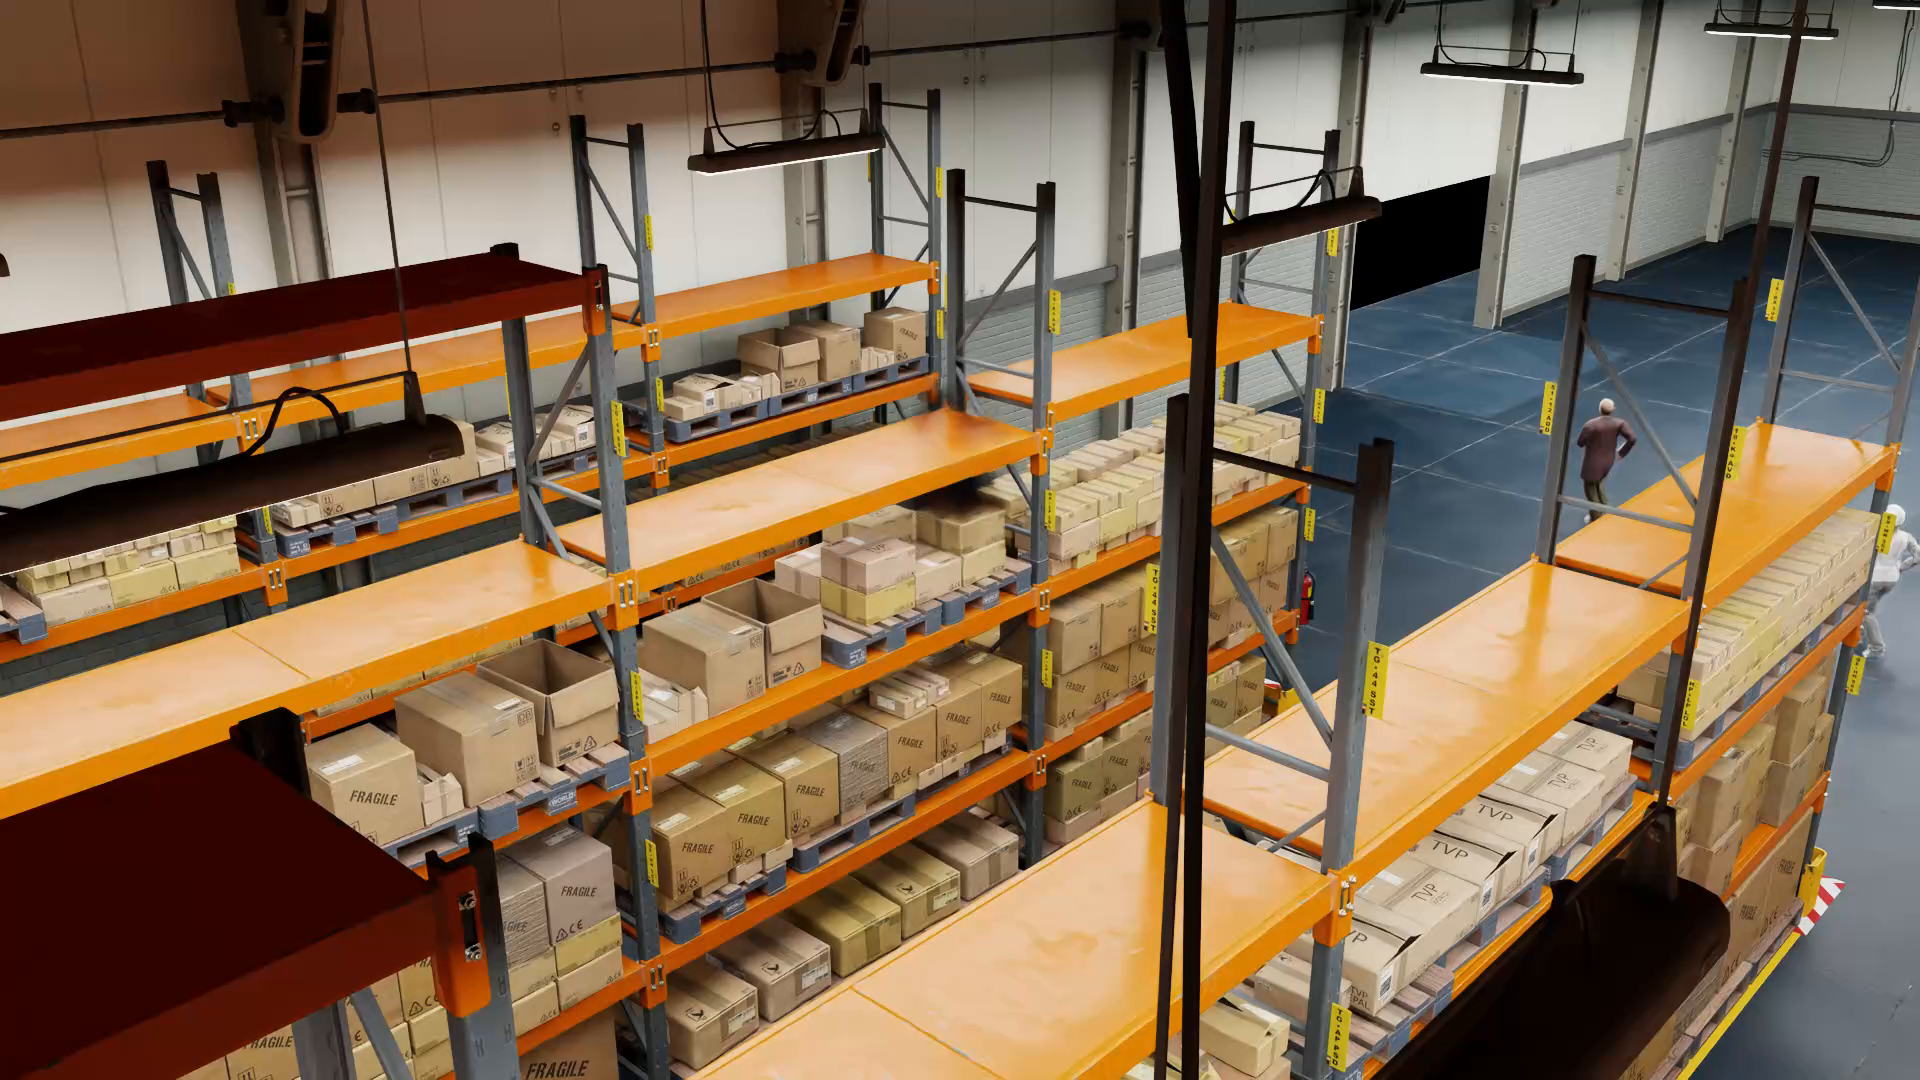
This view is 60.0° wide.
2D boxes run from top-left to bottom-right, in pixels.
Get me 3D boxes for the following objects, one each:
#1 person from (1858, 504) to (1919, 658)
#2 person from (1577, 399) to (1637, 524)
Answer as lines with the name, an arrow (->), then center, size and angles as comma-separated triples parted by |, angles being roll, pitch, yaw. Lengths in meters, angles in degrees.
person -> 10.122, 0.454, 18.362 | 0.647, 1.809, 0.790 | -3, 21, -9
person -> 8.573, -1.070, 22.335 | 0.685, 1.746, 0.712 | -3, 21, -7
